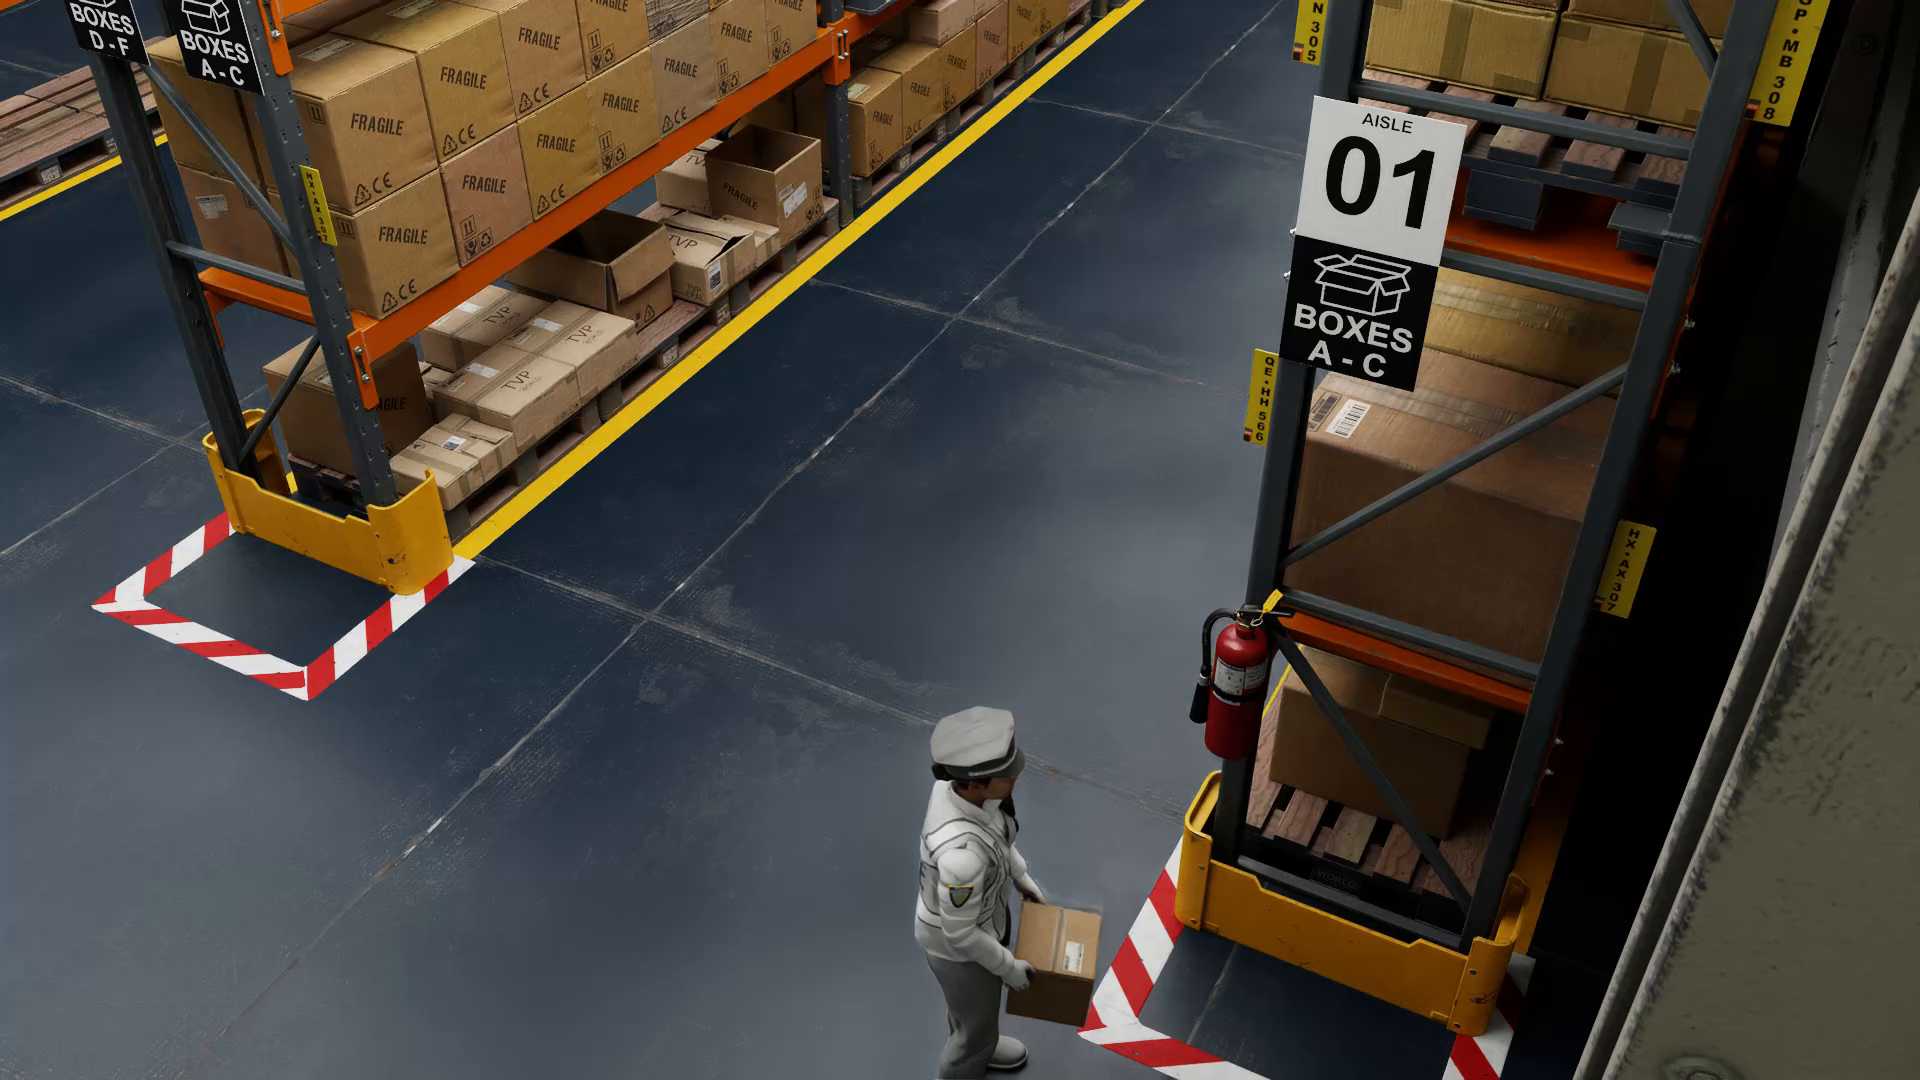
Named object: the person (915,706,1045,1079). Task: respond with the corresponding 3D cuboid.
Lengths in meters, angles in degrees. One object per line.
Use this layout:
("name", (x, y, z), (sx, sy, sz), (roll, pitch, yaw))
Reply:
("person", (0.058, 1.185, 5.128), (0.385, 1.680, 0.502), (5, 38, 7))
